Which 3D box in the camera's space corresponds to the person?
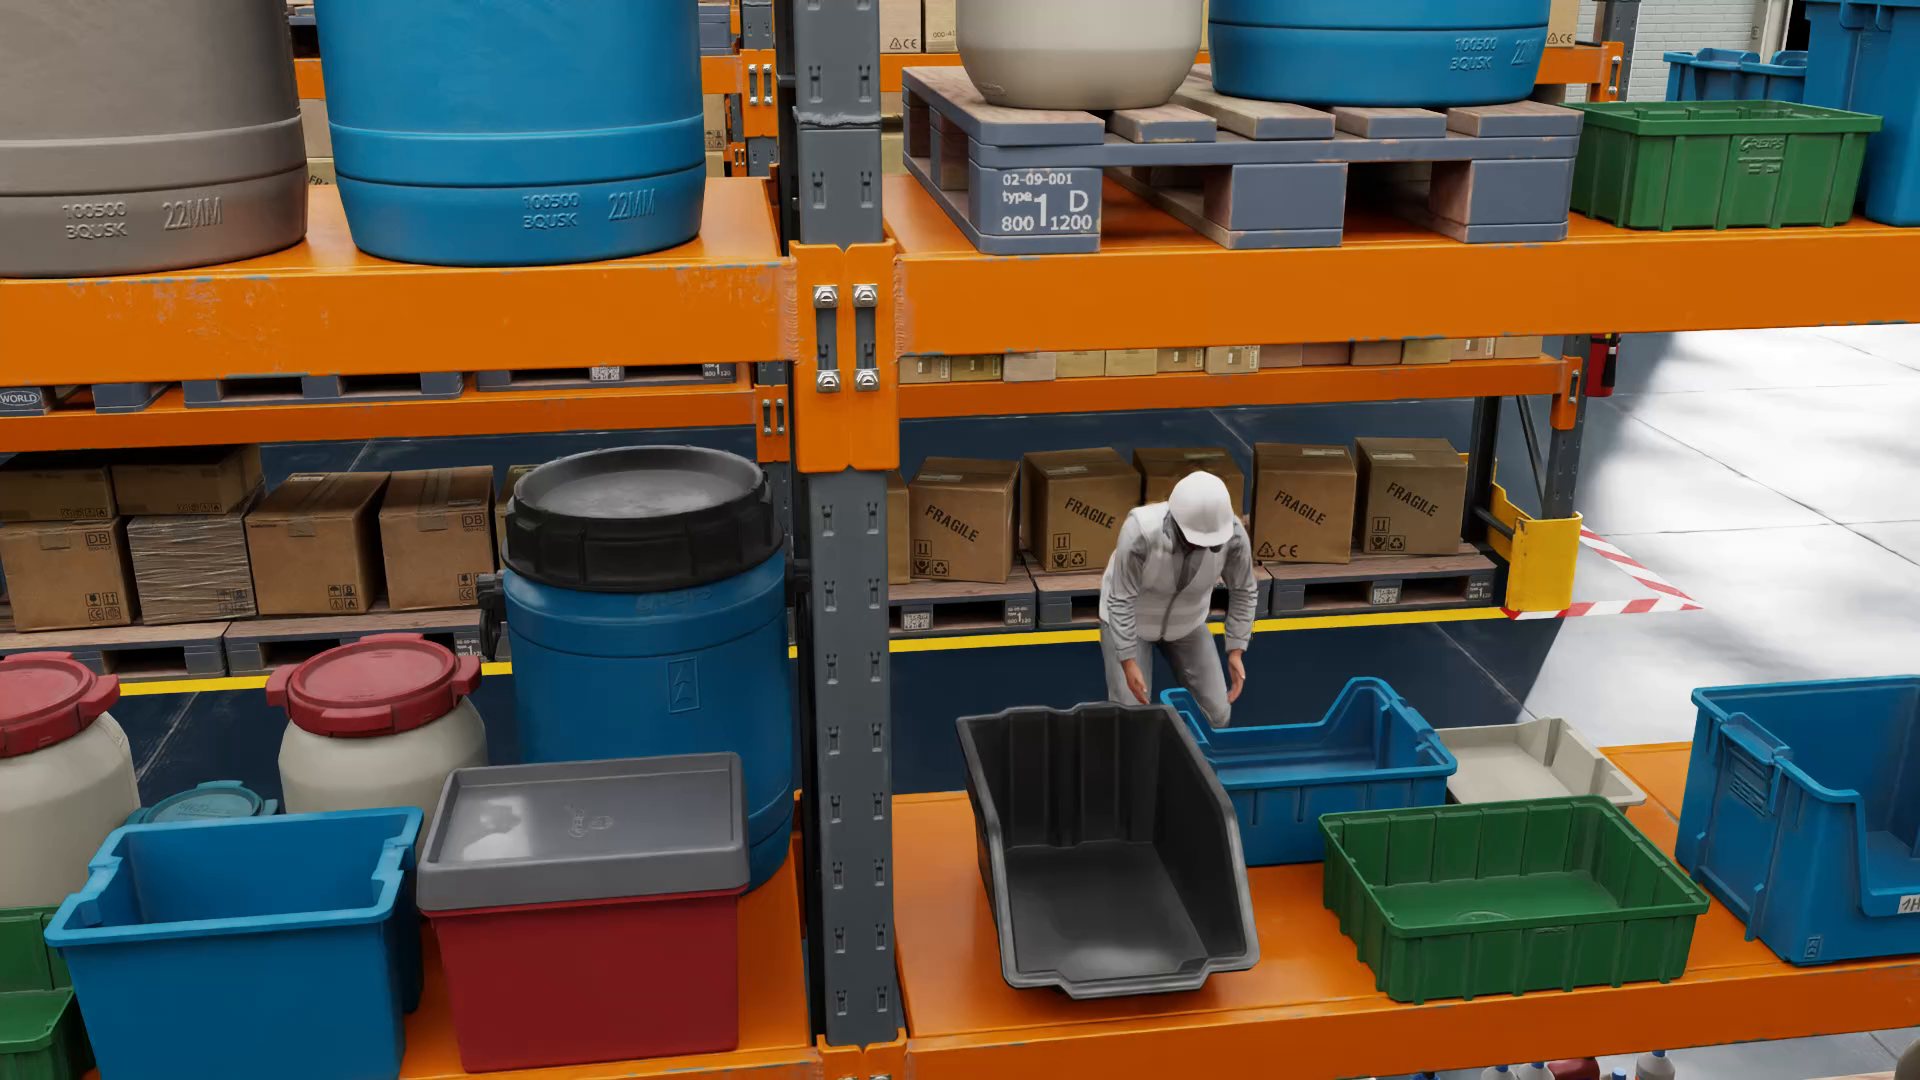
[{"bbox_3d":[0.836,0.372,6.448,0.591,1.478,0.734,-3,20,-7],"label":"person"}]
